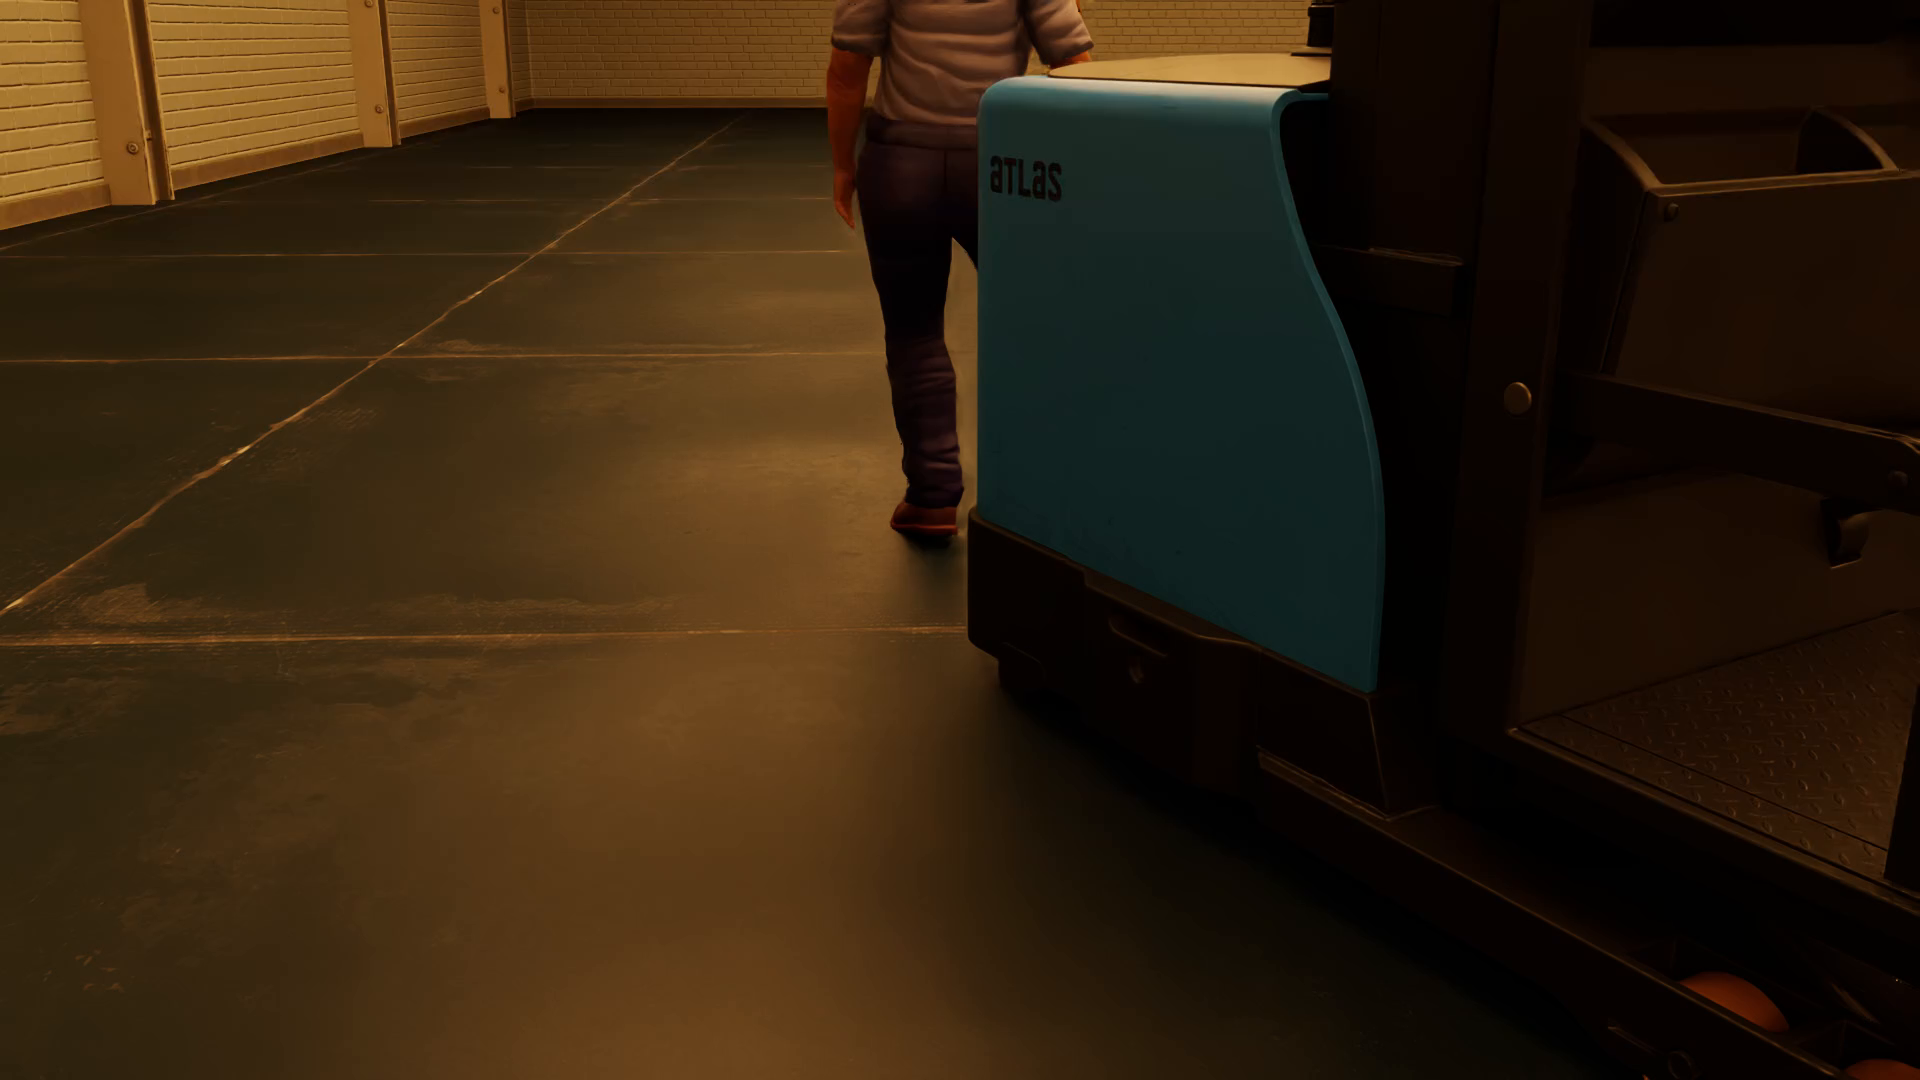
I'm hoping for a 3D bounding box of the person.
[{"bbox_3d":[0.017,-0.812,3.833,0.620,1.635,0.516,0,17,2],"label":"person"}]

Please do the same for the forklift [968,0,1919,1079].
[{"bbox_3d":[1.208,-0.865,1.735,1.130,2.935,3.031,-10,20,-30],"label":"forklift"}]
